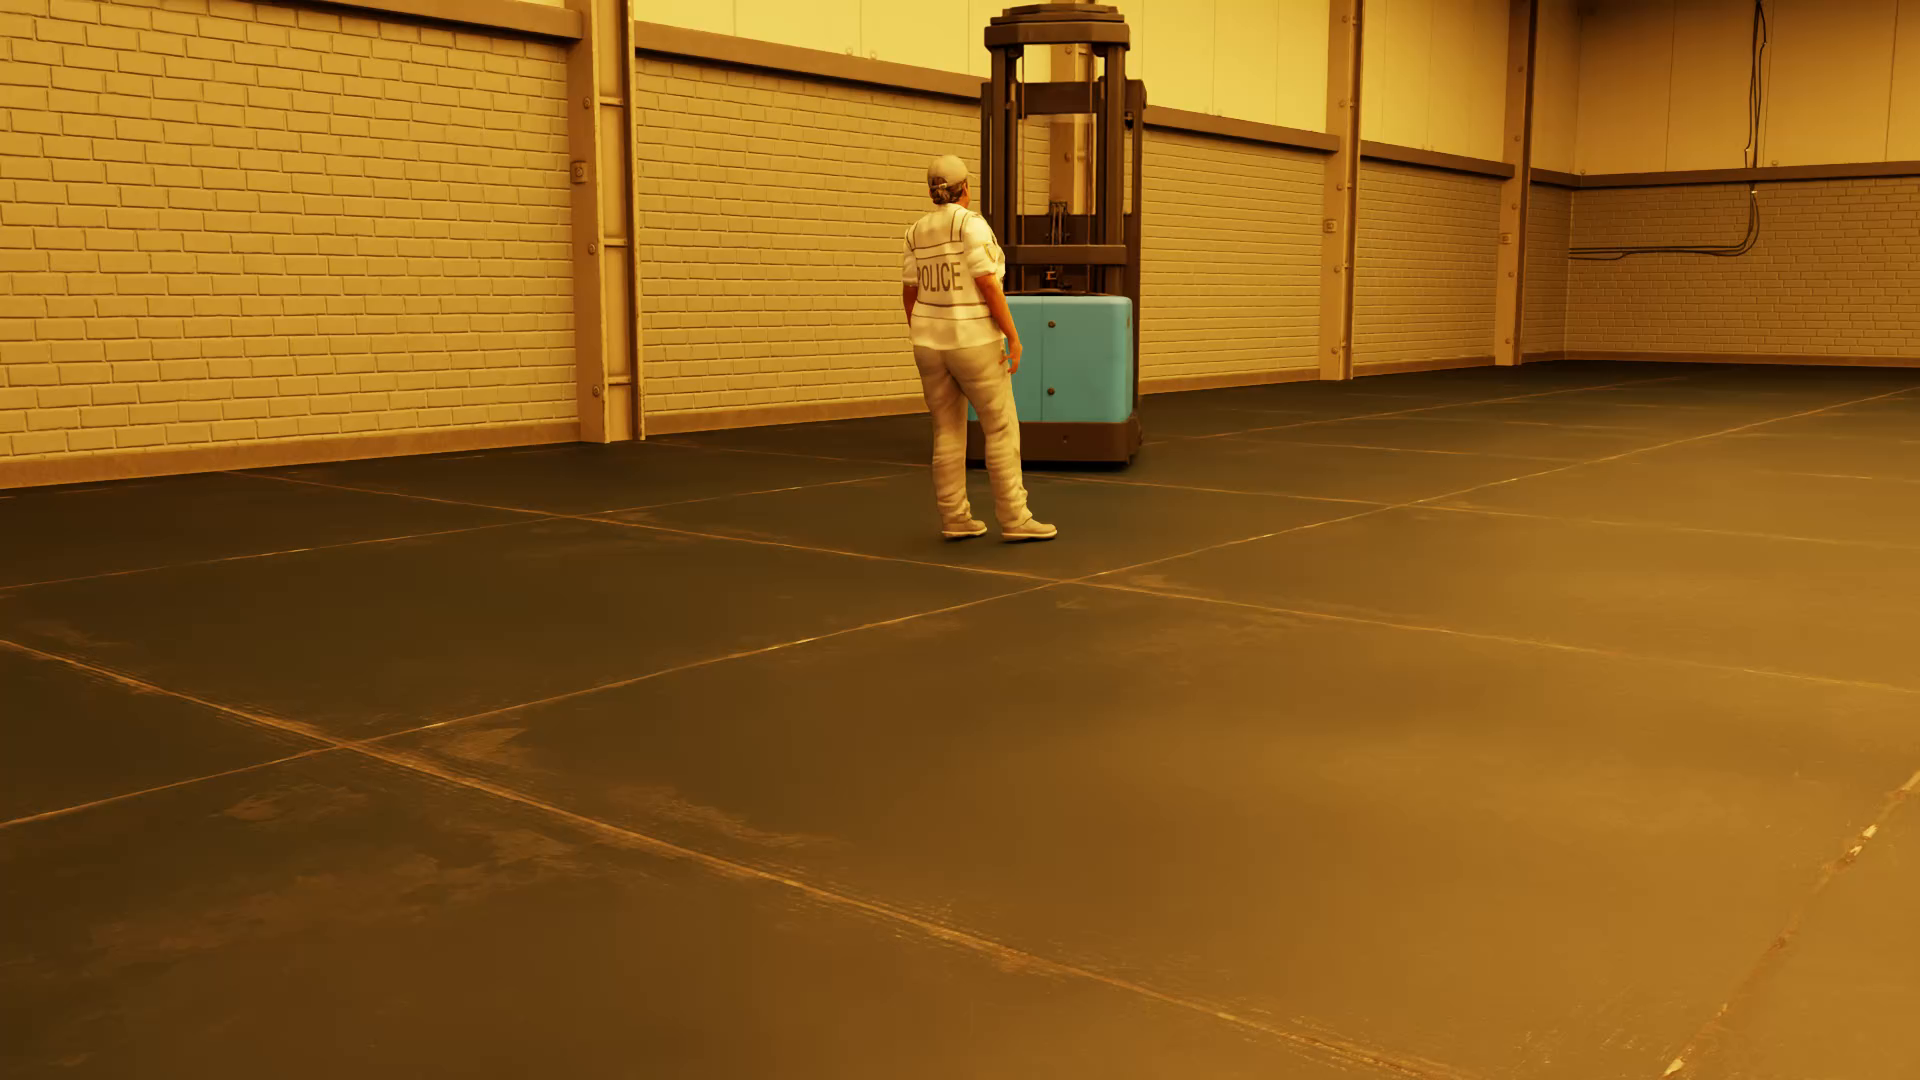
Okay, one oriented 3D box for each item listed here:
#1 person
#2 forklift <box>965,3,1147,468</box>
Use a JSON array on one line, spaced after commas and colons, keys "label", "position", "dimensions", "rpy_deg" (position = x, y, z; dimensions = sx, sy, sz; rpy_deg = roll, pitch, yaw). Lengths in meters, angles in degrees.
[{"label": "person", "position": [0.066, -0.839, 7.328], "dimensions": [0.598, 1.670, 0.529], "rpy_deg": [7, 11, 38]}, {"label": "forklift", "position": [0.718, -2.083, 11.516], "dimensions": [1.130, 2.935, 3.031], "rpy_deg": [1, 8, 8]}]
